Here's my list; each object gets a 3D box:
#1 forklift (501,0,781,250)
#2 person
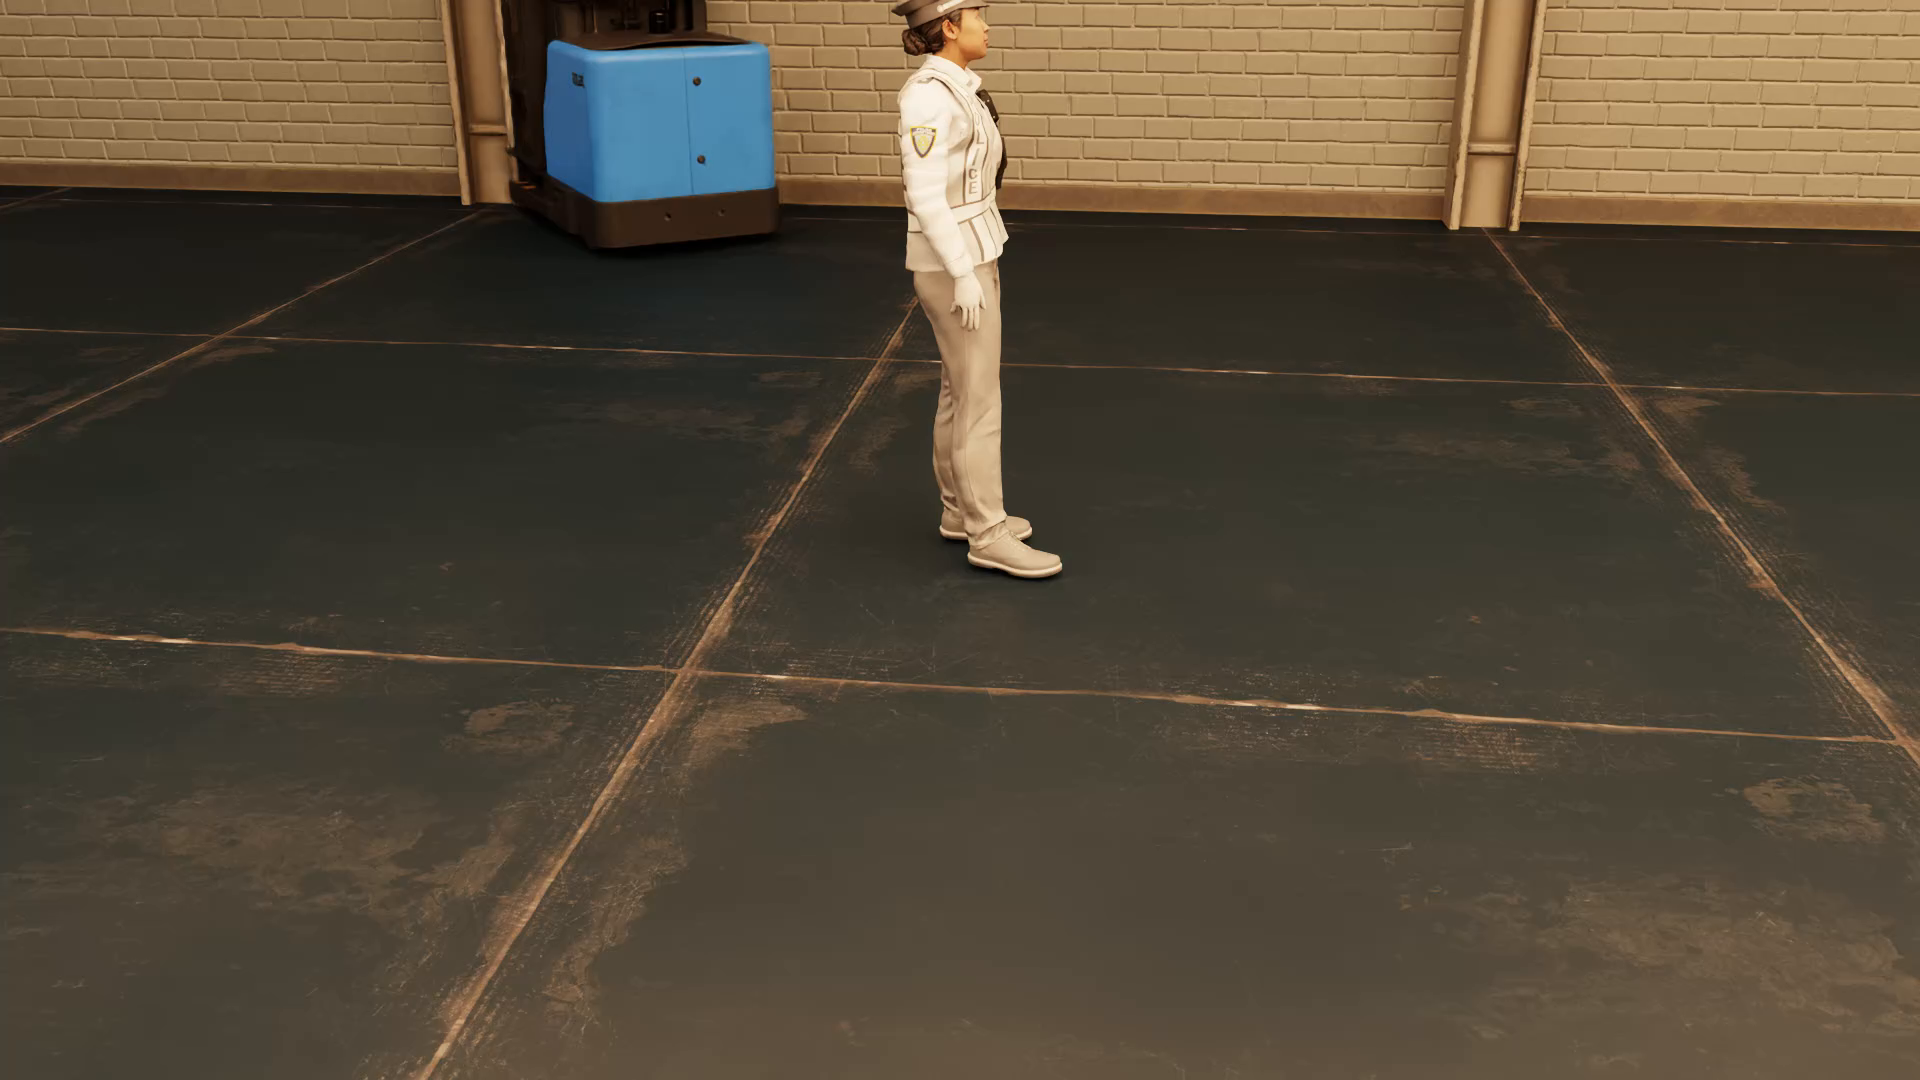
[{"bbox_3d":[-2.134,-3.420,9.748,1.130,2.935,3.031,-11,24,-26],"label":"forklift"},{"bbox_3d":[0.068,-0.787,4.844,0.530,1.694,0.586,3,22,7],"label":"person"}]
